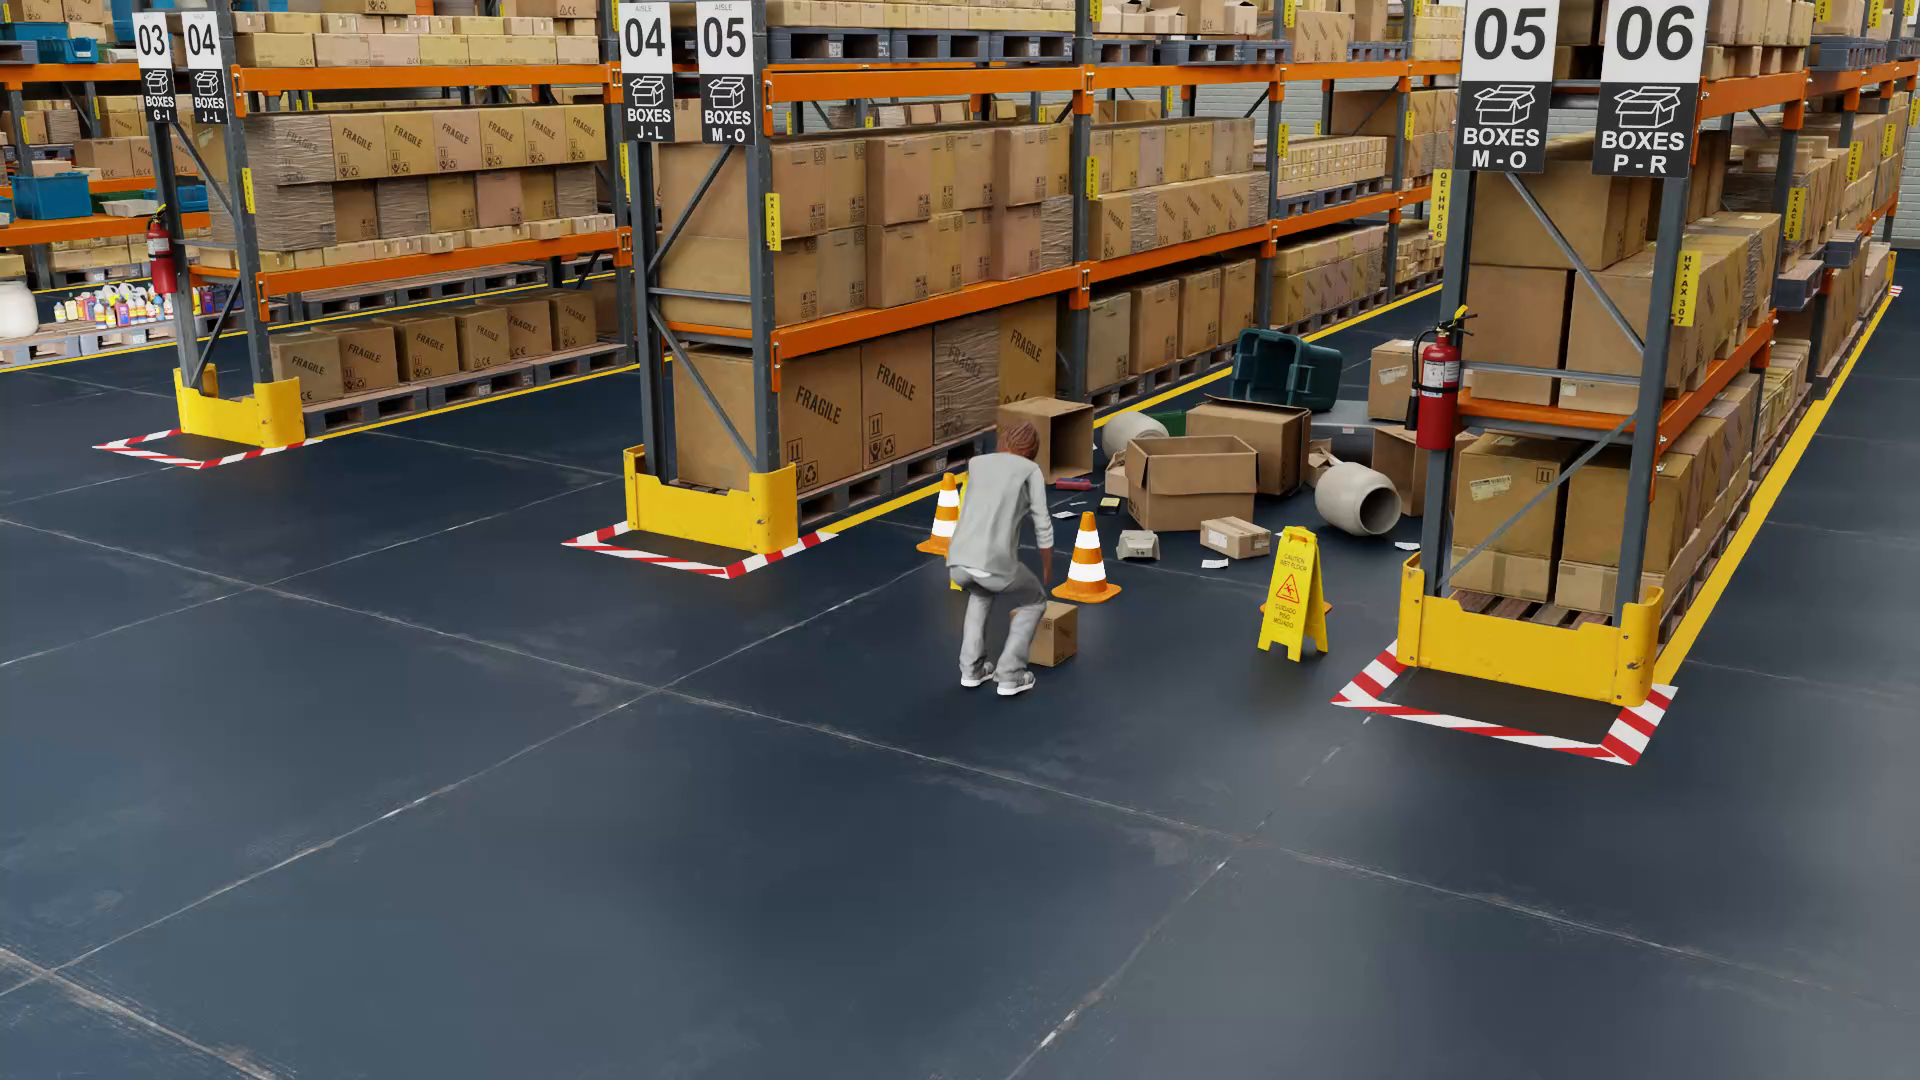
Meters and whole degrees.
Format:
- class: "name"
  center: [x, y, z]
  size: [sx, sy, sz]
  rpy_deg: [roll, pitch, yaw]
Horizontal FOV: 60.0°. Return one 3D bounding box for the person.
- class: "person"
  center: [0.173, 0.096, 7.891]
  size: [0.463, 1.227, 0.688]
  rpy_deg: [10, 19, 30]
